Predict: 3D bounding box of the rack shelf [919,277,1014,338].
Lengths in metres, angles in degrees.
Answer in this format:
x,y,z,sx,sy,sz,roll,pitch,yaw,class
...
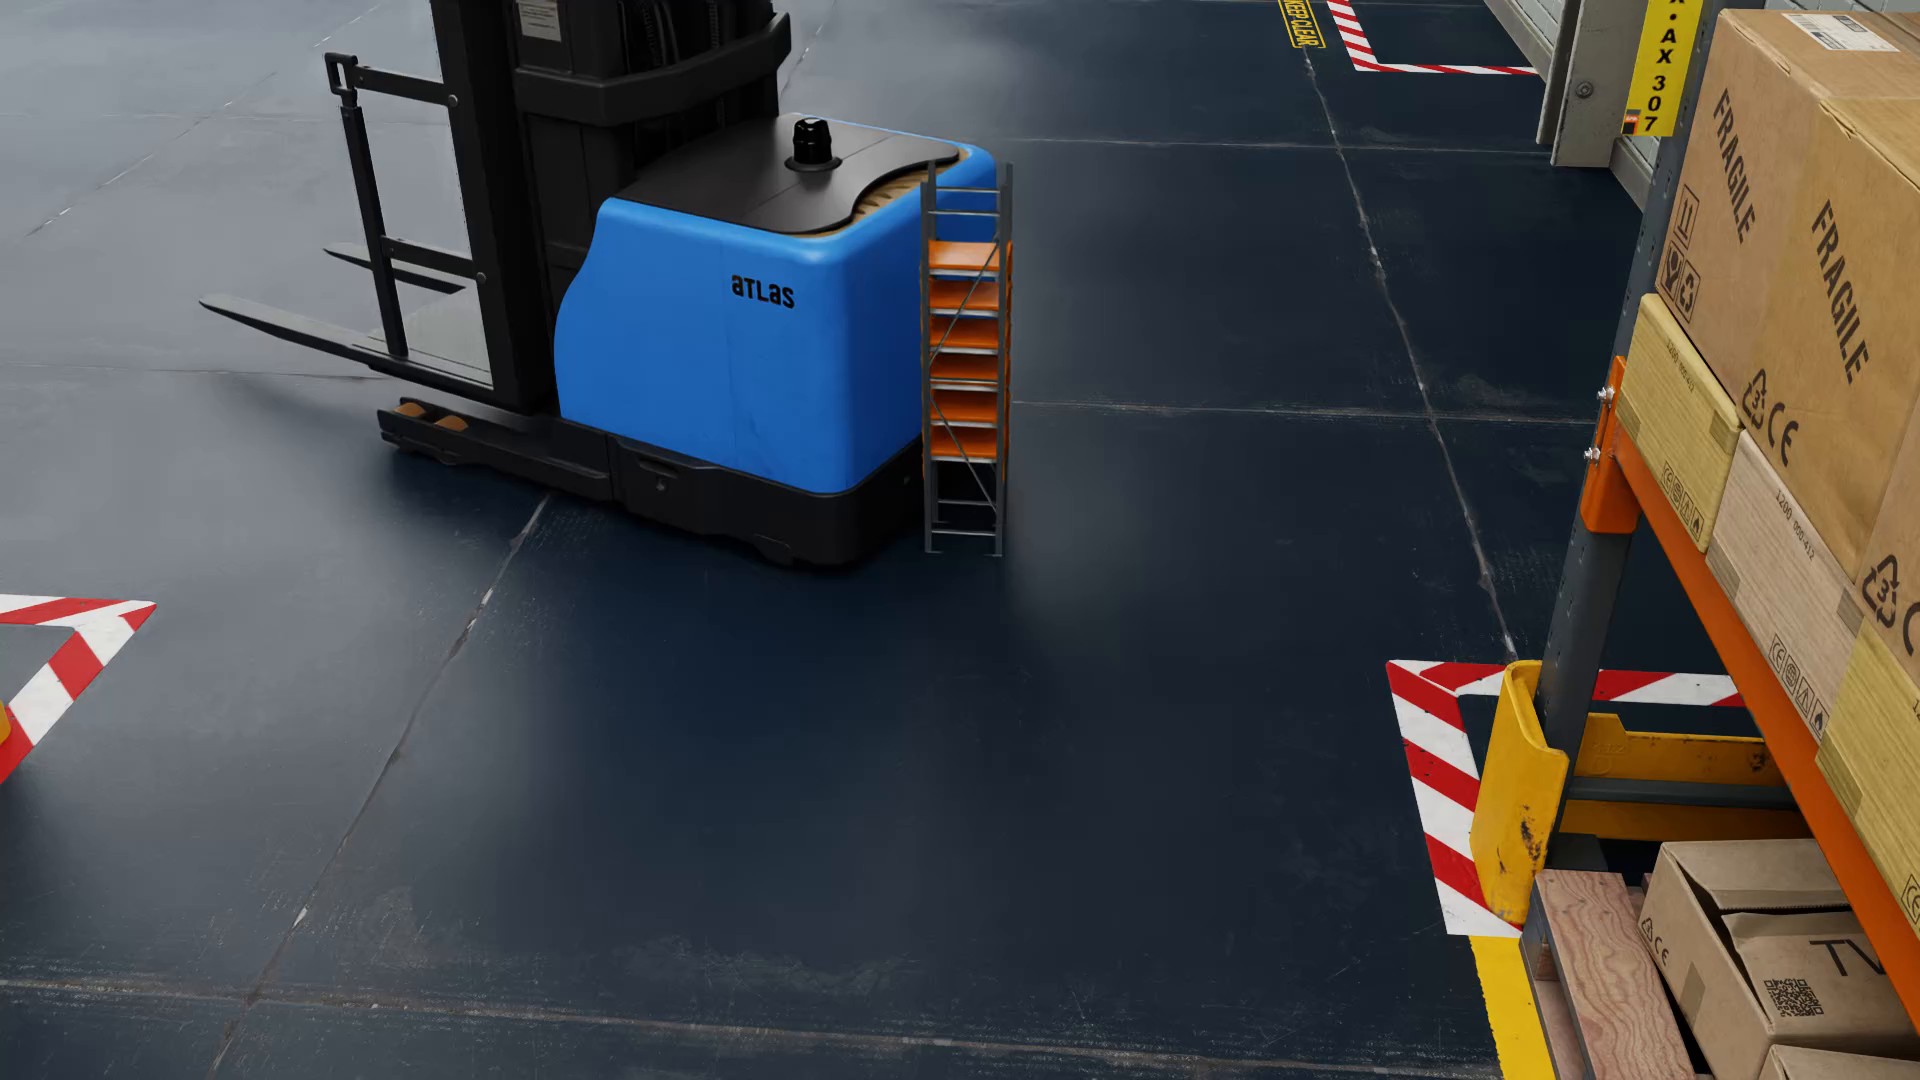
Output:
x,y,z,sx,sy,sz,roll,pitch,yaw,class
0.020,-0.678,4.834,0.258,0.103,0.180,3,32,5,rack shelf

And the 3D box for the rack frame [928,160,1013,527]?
x,y,z,sx,sy,sz,roll,pitch,yaw,class
0.030,-0.560,5.014,0.240,1.200,0.006,3,32,5,rack frame

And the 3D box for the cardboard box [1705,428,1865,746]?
x,y,z,sx,sy,sz,roll,pitch,yaw,class
1.439,0.068,2.404,0.500,0.250,0.500,2,32,2,cardboard box

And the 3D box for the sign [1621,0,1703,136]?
x,y,z,sx,sy,sz,roll,pitch,yaw,class
1.283,-0.892,3.014,0.100,0.325,0.005,2,32,4,sign

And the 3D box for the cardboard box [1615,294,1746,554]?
x,y,z,sx,sy,sz,roll,pitch,yaw,class
1.467,-0.204,2.846,0.500,0.250,0.500,2,32,3,cardboard box

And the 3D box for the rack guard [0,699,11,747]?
x,y,z,sx,sy,sz,roll,pitch,yaw,class
-3.112,0.341,4.220,1.175,0.500,0.348,2,32,4,rack guard

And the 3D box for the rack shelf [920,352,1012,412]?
x,y,z,sx,sy,sz,roll,pitch,yaw,class
0.020,-0.474,4.960,0.258,0.103,0.180,3,32,5,rack shelf

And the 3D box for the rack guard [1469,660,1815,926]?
x,y,z,sx,sy,sz,roll,pitch,yaw,class
1.817,0.603,3.795,1.175,0.500,0.348,2,32,4,rack guard

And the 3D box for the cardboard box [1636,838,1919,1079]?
x,y,z,sx,sy,sz,roll,pitch,yaw,class
1.678,0.814,3.213,0.500,0.311,0.500,-1,32,-2,cardboard box

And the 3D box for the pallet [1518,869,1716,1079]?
x,y,z,sx,sy,sz,roll,pitch,yaw,class
1.716,1.149,3.184,1.003,0.211,1.213,2,32,4,pallet

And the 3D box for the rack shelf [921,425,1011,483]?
x,y,z,sx,sy,sz,roll,pitch,yaw,class
0.020,-0.270,5.086,0.258,0.103,0.180,3,32,5,rack shelf

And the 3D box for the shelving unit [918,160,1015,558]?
x,y,z,sx,sy,sz,roll,pitch,yaw,class
0.020,-0.512,4.937,0.258,1.200,0.189,3,32,5,shelving unit

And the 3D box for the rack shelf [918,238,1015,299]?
x,y,z,sx,sy,sz,roll,pitch,yaw,class
0.020,-0.780,4.771,0.258,0.103,0.180,3,32,5,rack shelf

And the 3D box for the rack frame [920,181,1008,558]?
x,y,z,sx,sy,sz,roll,pitch,yaw,class
0.011,-0.464,4.859,0.240,1.200,0.006,3,32,5,rack frame

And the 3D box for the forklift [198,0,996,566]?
x,y,z,sx,sy,sz,roll,pitch,yaw,class
-1.407,-1.723,5.252,3.031,2.935,1.130,17,35,25,forklift

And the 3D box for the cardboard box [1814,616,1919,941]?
x,y,z,sx,sy,sz,roll,pitch,yaw,class
1.392,0.334,1.972,0.500,0.250,0.500,2,32,3,cardboard box

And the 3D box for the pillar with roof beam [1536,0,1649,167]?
x,y,z,sx,sy,sz,roll,pitch,yaw,class
-1.173,-5.973,6.365,9.100,9.000,0.400,2,32,4,pillar with roof beam

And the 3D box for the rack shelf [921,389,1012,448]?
x,y,z,sx,sy,sz,roll,pitch,yaw,class
0.020,-0.372,5.023,0.258,0.103,0.180,3,32,5,rack shelf

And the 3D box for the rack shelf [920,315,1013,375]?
x,y,z,sx,sy,sz,roll,pitch,yaw,class
0.020,-0.576,4.897,0.258,0.103,0.180,3,32,5,rack shelf

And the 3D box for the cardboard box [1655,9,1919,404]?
x,y,z,sx,sy,sz,roll,pitch,yaw,class
1.485,-0.528,2.657,0.500,0.500,0.500,2,32,4,cardboard box

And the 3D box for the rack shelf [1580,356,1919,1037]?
x,y,z,sx,sy,sz,roll,pitch,yaw,class
1.661,0.851,1.695,1.077,0.370,4.000,2,32,4,rack shelf

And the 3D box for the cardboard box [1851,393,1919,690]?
x,y,z,sx,sy,sz,roll,pitch,yaw,class
1.387,0.000,1.800,0.500,0.500,0.500,1,32,2,cardboard box

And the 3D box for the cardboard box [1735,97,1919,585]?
x,y,z,sx,sy,sz,roll,pitch,yaw,class
1.435,-0.270,2.238,0.500,0.500,0.500,3,32,4,cardboard box

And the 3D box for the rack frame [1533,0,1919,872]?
x,y,z,sx,sy,sz,roll,pitch,yaw,class
1.824,-0.501,3.204,1.000,3.000,0.127,2,32,4,rack frame

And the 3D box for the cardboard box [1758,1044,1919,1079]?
x,y,z,sx,sy,sz,roll,pitch,yaw,class
1.631,1.113,2.729,0.500,0.311,0.500,5,32,8,cardboard box
